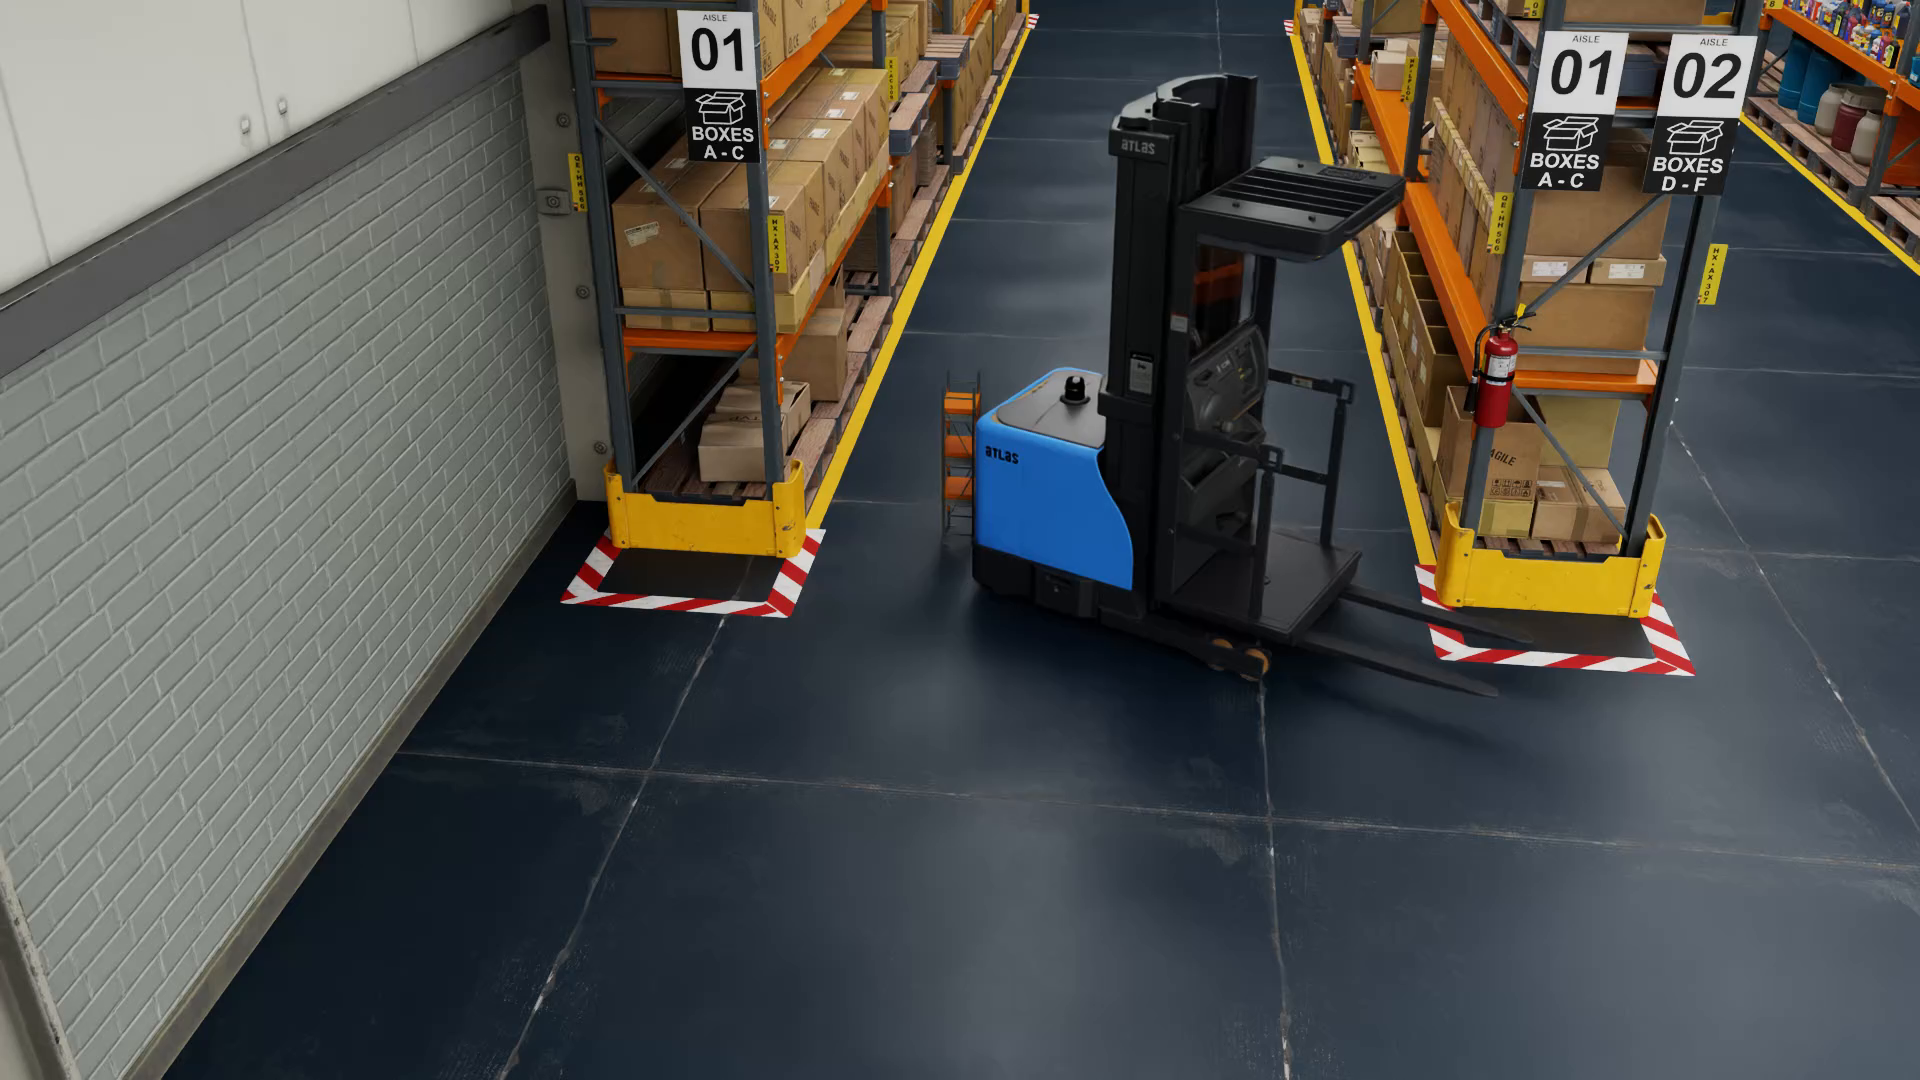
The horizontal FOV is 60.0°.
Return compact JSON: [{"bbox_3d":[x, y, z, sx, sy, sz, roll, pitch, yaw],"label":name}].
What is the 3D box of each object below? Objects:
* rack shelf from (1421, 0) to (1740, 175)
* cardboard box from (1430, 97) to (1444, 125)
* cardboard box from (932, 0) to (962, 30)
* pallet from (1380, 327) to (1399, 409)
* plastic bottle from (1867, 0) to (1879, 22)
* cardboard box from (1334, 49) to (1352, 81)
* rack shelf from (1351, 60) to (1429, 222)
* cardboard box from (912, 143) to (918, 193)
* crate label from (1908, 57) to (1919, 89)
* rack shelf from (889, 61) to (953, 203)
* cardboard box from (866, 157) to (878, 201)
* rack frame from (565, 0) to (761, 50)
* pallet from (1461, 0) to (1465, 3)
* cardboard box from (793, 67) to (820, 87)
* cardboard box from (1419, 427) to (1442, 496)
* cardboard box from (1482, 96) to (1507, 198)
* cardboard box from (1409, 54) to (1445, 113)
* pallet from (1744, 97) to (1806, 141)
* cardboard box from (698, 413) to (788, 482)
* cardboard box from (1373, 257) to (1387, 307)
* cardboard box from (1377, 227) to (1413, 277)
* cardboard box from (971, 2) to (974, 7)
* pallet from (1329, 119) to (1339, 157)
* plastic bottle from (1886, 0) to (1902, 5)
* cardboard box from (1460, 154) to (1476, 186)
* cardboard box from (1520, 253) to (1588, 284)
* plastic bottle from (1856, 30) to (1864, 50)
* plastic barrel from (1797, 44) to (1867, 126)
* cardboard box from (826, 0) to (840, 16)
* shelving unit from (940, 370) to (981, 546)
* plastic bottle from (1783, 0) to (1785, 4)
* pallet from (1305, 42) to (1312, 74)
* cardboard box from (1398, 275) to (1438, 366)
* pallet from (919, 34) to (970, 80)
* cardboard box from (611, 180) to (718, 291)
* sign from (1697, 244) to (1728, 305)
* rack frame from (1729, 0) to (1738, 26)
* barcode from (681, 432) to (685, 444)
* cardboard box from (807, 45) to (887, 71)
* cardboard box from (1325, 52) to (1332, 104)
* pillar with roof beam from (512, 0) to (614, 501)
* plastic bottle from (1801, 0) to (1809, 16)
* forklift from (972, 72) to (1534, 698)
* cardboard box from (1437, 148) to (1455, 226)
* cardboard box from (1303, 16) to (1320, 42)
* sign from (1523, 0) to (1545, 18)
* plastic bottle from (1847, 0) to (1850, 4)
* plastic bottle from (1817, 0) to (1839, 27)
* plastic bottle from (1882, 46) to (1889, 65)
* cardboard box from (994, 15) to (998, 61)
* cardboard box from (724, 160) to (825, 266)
[{"bbox_3d":[3.607,-2.947,10.153,1.077,0.370,4.000,3,28,6],"label":"rack shelf"},{"bbox_3d":[3.627,-3.099,12.050,0.380,0.149,0.250,3,28,6],"label":"cardboard box"},{"bbox_3d":[-0.261,-5.451,16.766,0.500,0.500,0.500,4,29,8],"label":"cardboard box"},{"bbox_3d":[3.713,-1.285,12.413,1.003,0.211,1.213,3,28,6],"label":"pallet"},{"bbox_3d":[9.787,-5.689,17.783,0.097,0.271,0.097,0,28,0],"label":"plastic bottle"},{"bbox_3d":[4.347,-5.153,18.034,0.500,0.250,0.500,3,28,5],"label":"cardboard box"},{"bbox_3d":[4.097,-3.509,14.360,1.077,0.370,4.000,3,28,6],"label":"rack shelf"},{"bbox_3d":[-0.790,-3.569,15.884,0.700,0.500,0.500,3,28,6],"label":"cardboard box"},{"bbox_3d":[8.834,-4.228,15.111,0.303,0.233,0.416,3,28,6],"label":"crate label"},{"bbox_3d":[-0.820,-3.795,14.891,1.077,0.370,4.000,3,28,6],"label":"rack shelf"},{"bbox_3d":[-0.892,-2.639,12.123,0.500,0.250,0.500,3,29,6],"label":"cardboard box"},{"bbox_3d":[-1.555,-3.929,8.055,1.000,3.000,0.127,3,28,6],"label":"rack frame"},{"bbox_3d":[3.773,-3.763,11.003,1.003,0.211,1.213,3,28,6],"label":"pallet"},{"bbox_3d":[-1.330,-3.235,12.438,0.500,0.500,0.500,3,28,5],"label":"cardboard box"},{"bbox_3d":[3.183,-0.482,10.438,0.500,0.250,0.500,3,28,6],"label":"cardboard box"},{"bbox_3d":[3.558,-2.346,9.969,0.700,0.500,0.500,3,29,6],"label":"cardboard box"},{"bbox_3d":[4.088,-3.773,13.985,0.500,0.500,0.500,3,28,6],"label":"cardboard box"},{"bbox_3d":[9.612,-4.772,18.886,1.003,0.211,1.213,3,28,6],"label":"pallet"},{"bbox_3d":[-1.381,-0.618,10.606,0.500,0.311,0.500,0,28,0],"label":"cardboard box"},{"bbox_3d":[3.615,-2.071,13.388,0.500,0.250,0.500,3,28,6],"label":"cardboard box"},{"bbox_3d":[3.617,-2.313,13.246,0.500,0.311,0.500,3,28,6],"label":"cardboard box"},{"bbox_3d":[-0.045,-6.064,18.586,0.380,0.149,0.250,3,28,5],"label":"cardboard box"},{"bbox_3d":[4.623,-4.462,18.309,1.003,0.211,1.213,3,28,6],"label":"pallet"},{"bbox_3d":[9.897,-5.629,17.667,0.152,0.276,0.135,3,28,6],"label":"plastic bottle"},{"bbox_3d":[3.440,-2.370,10.696,0.380,0.149,0.250,3,28,6],"label":"cardboard box"},{"bbox_3d":[3.219,-1.522,9.124,0.380,0.149,0.250,3,28,5],"label":"cardboard box"},{"bbox_3d":[9.004,-4.997,16.571,0.097,0.201,0.097,0,28,0],"label":"plastic bottle"},{"bbox_3d":[9.577,-5.033,18.200,0.600,0.901,0.708,3,28,6],"label":"plastic barrel"},{"bbox_3d":[-1.061,-3.553,10.393,0.500,0.500,0.500,5,29,9],"label":"cardboard box"},{"bbox_3d":[0.007,-0.487,10.048,0.215,1.050,0.252,3,28,6],"label":"shelving unit"},{"bbox_3d":[9.279,-6.162,18.647,0.061,0.283,0.133,3,28,6],"label":"plastic bottle"},{"bbox_3d":[5.064,-6.322,21.762,1.003,0.211,1.213,3,28,6],"label":"pallet"},{"bbox_3d":[3.362,-1.518,11.571,0.500,0.500,0.500,3,28,6],"label":"cardboard box"},{"bbox_3d":[-0.557,-4.627,15.879,1.213,0.211,1.003,3,28,6],"label":"pallet"},{"bbox_3d":[-1.708,-1.795,9.766,0.500,0.500,0.500,3,28,6],"label":"cardboard box"},{"bbox_3d":[3.912,-1.383,8.658,0.100,0.325,0.005,3,28,6],"label":"sign"},{"bbox_3d":[10.238,-8.244,22.389,1.000,3.000,0.127,3,28,6],"label":"rack frame"},{"bbox_3d":[-1.776,-0.654,10.663,0.001,0.075,0.075,3,28,6],"label":"barcode"},{"bbox_3d":[-0.969,-3.646,13.286,0.700,0.500,0.500,3,29,6],"label":"cardboard box"},{"bbox_3d":[4.476,-5.278,19.056,0.500,0.500,0.500,4,29,7],"label":"cardboard box"},{"bbox_3d":[1.945,-4.059,8.296,9.100,9.000,0.400,3,28,6],"label":"pillar with roof beam"},{"bbox_3d":[9.215,-5.806,18.075,0.097,0.201,0.097,0,28,0],"label":"plastic bottle"},{"bbox_3d":[1.589,-0.828,8.697,3.031,2.935,1.130,17,33,28],"label":"forklift"},{"bbox_3d":[3.745,-2.471,11.568,0.700,0.500,0.500,3,28,6],"label":"cardboard box"},{"bbox_3d":[4.851,-6.806,22.156,0.500,0.250,0.500,3,28,6],"label":"cardboard box"},{"bbox_3d":[2.825,-2.715,8.115,0.100,0.325,0.005,3,28,6],"label":"sign"},{"bbox_3d":[9.894,-6.067,18.559,0.097,0.201,0.097,0,28,0],"label":"plastic bottle"},{"bbox_3d":[9.171,-5.565,17.548,0.152,0.276,0.135,3,28,6],"label":"plastic bottle"},{"bbox_3d":[8.916,-4.659,15.944,0.097,0.201,0.097,0,28,0],"label":"plastic bottle"},{"bbox_3d":[0.108,-6.367,21.098,0.700,0.500,0.500,4,29,7],"label":"cardboard box"},{"bbox_3d":[-1.128,-2.000,10.146,0.500,0.500,0.500,3,29,6],"label":"cardboard box"}]
